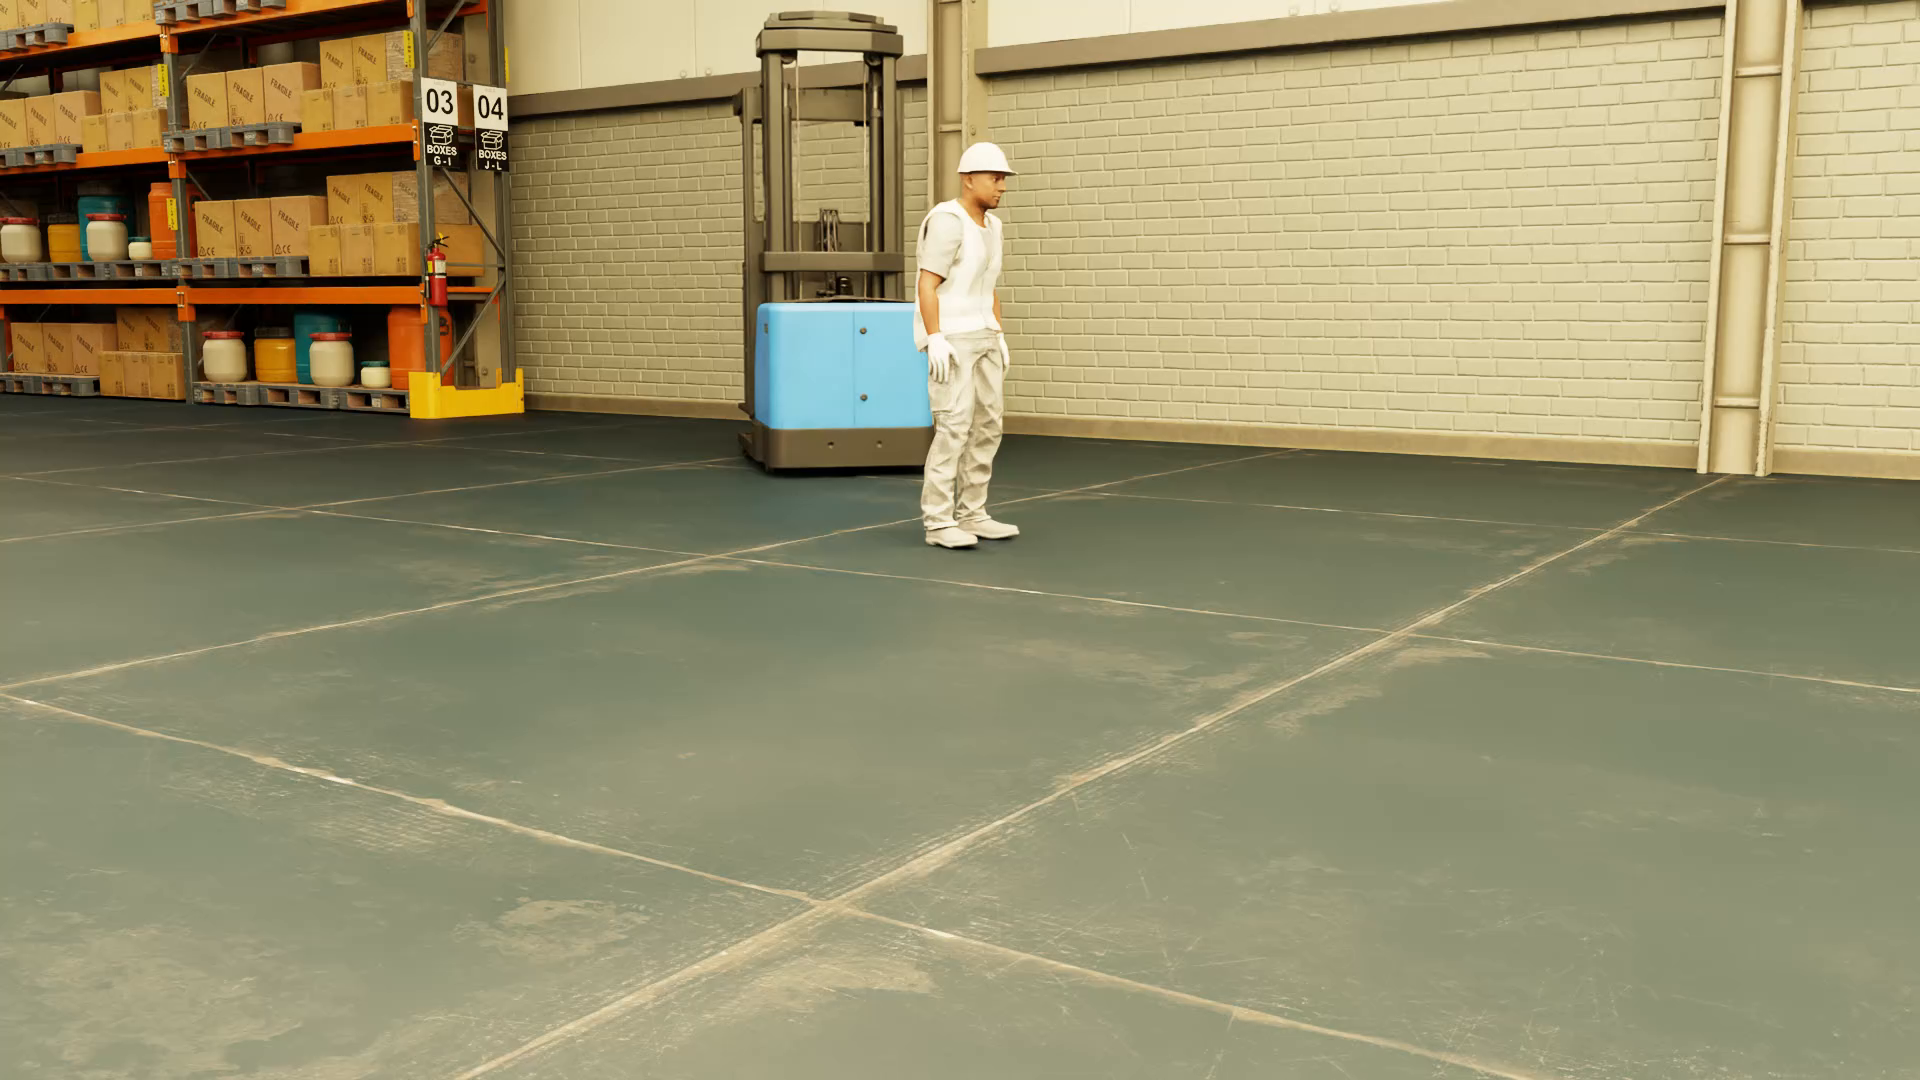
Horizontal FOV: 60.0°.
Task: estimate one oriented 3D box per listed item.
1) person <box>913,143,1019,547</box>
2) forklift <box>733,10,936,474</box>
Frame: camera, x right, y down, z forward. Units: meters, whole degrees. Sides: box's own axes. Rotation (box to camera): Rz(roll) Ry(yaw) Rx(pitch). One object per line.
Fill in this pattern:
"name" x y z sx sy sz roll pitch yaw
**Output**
"person" 0.036 -0.874 7.463 0.449 1.773 0.617 5 10 32
"forklift" -0.972 -2.040 11.536 1.130 2.935 3.031 -2 8 -12
